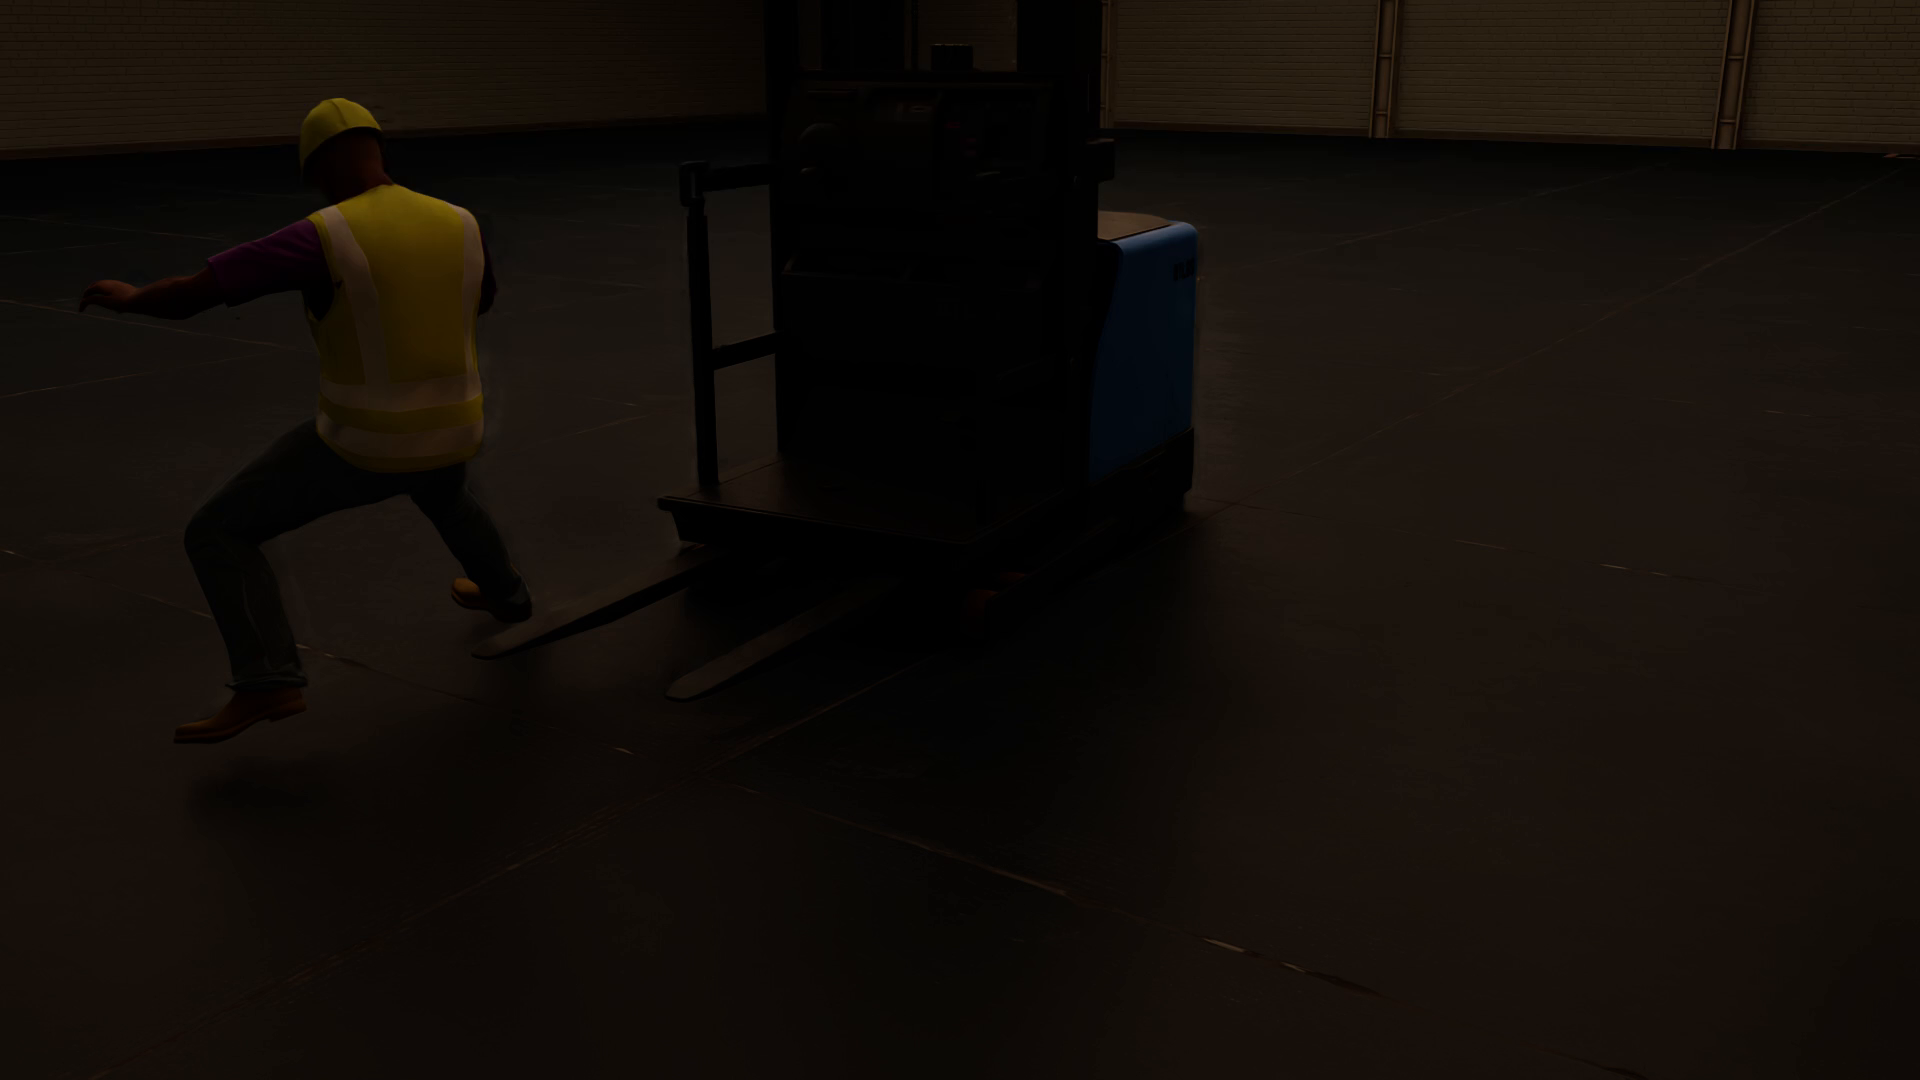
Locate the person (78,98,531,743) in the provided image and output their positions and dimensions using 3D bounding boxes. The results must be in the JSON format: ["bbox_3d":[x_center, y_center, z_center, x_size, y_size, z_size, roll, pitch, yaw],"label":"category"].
[{"bbox_3d":[-1.602,-0.354,4.312,0.719,1.533,1.222,13,21,36],"label":"person"}]

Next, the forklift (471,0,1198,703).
[{"bbox_3d":[-0.241,-1.241,4.983,1.130,2.935,3.031,9,19,26],"label":"forklift"}]
